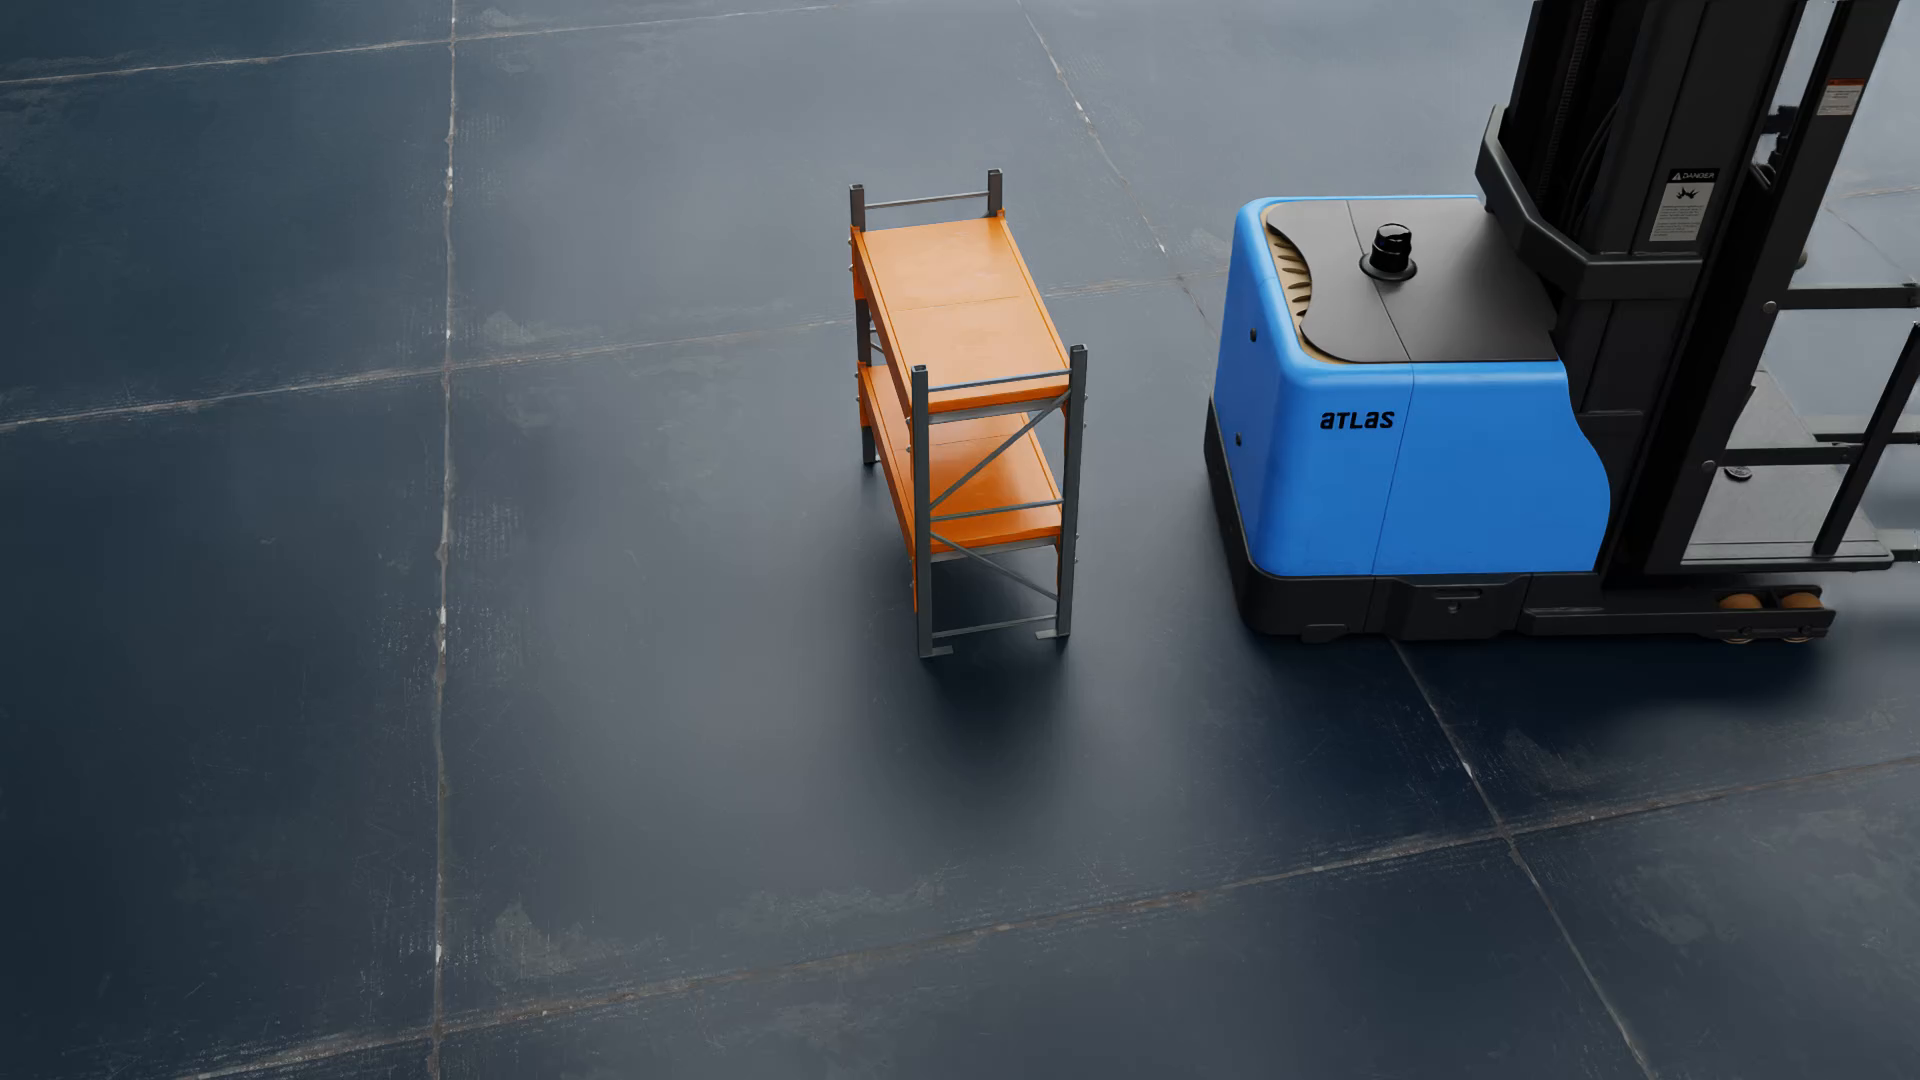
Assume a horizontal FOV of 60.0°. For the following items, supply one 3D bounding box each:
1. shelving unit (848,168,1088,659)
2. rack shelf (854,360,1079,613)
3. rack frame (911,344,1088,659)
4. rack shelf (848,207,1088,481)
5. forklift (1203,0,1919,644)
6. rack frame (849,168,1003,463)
[{"bbox_3d":[0.001,-0.416,5.372,0.538,1.125,1.048,-8,42,-9],"label":"shelving unit"},{"bbox_3d":[0.001,-0.233,5.534,0.538,0.278,1.000,-8,42,-9],"label":"rack shelf"},{"bbox_3d":[0.111,-0.087,5.000,0.500,1.125,0.032,-8,42,-9],"label":"rack frame"},{"bbox_3d":[0.001,-0.635,5.177,0.538,0.278,1.000,-8,42,-9],"label":"rack shelf"},{"bbox_3d":[2.405,-1.115,4.798,3.031,2.935,1.130,-1,42,-1],"label":"forklift"},{"bbox_3d":[-0.108,-0.746,5.743,0.500,1.125,0.032,-8,42,-9],"label":"rack frame"}]
